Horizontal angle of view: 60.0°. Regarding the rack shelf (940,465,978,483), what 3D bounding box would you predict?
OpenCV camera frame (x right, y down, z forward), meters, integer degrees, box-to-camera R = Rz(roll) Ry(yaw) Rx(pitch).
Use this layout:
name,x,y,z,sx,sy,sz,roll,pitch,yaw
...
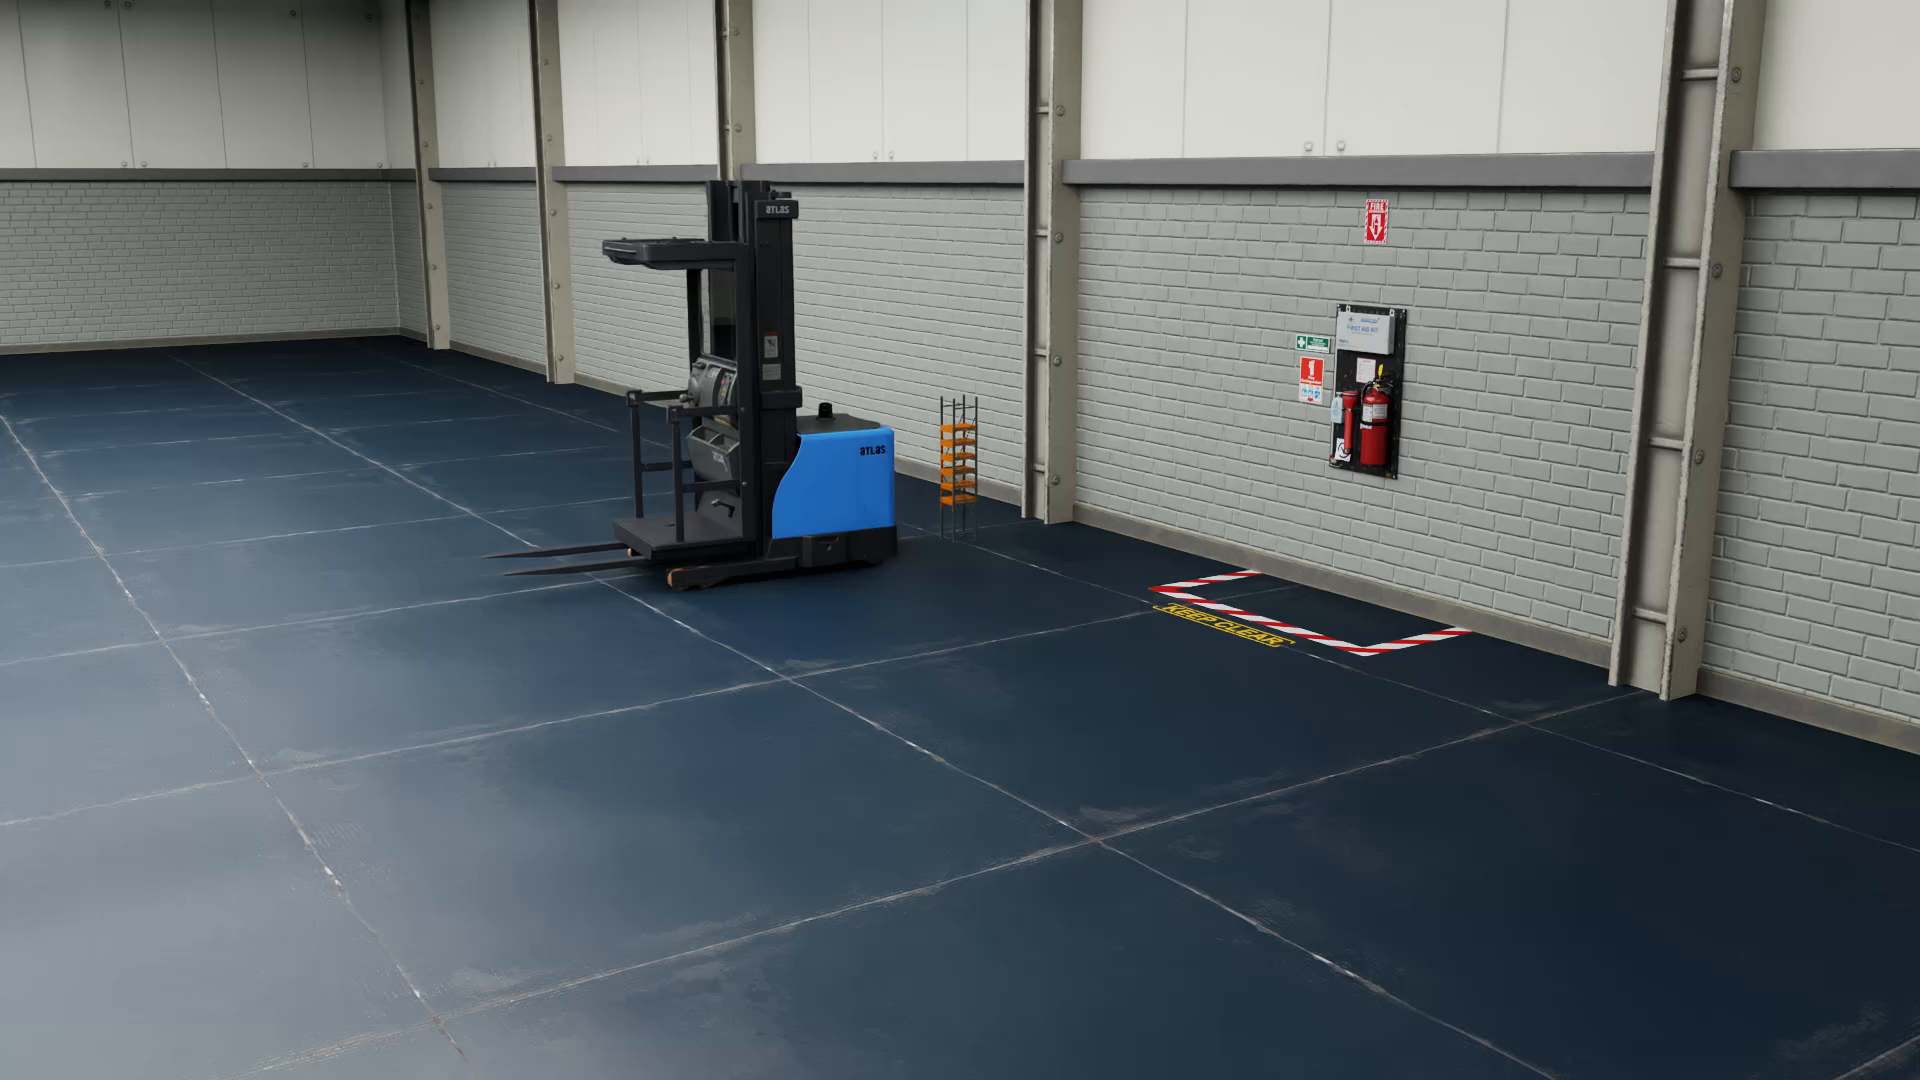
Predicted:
name,x,y,z,sx,sy,sz,roll,pitch,yaw
rack shelf,-0.008,-0.545,13.755,0.258,0.103,0.180,-8,15,-33

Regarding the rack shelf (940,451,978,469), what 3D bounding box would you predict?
name,x,y,z,sx,sy,sz,roll,pitch,yaw
rack shelf,-0.008,-0.663,13.729,0.258,0.103,0.180,-8,15,-33

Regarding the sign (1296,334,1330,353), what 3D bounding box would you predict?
name,x,y,z,sx,sy,sz,roll,pitch,yaw
sign,2.544,-1.418,12.001,0.001,0.109,0.331,-8,15,-33

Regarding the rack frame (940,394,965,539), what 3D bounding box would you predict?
name,x,y,z,sx,sy,sz,roll,pitch,yaw
rack frame,-0.059,-0.605,13.820,0.240,1.200,0.006,-8,15,-33

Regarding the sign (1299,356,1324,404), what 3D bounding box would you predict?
name,x,y,z,sx,sy,sz,roll,pitch,yaw
sign,2.549,-1.161,12.066,0.001,0.329,0.234,-8,15,-33

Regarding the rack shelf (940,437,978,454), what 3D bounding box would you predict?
name,x,y,z,sx,sy,sz,roll,pitch,yaw
rack shelf,-0.008,-0.780,13.704,0.258,0.103,0.180,-8,15,-33

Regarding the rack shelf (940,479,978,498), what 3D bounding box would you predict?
name,x,y,z,sx,sy,sz,roll,pitch,yaw
rack shelf,-0.008,-0.428,13.780,0.258,0.103,0.180,-8,15,-33

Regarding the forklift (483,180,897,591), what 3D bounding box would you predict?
name,x,y,z,sx,sy,sz,roll,pitch,yaw
forklift,-2.038,-1.187,12.431,3.031,2.935,1.130,-6,14,-27

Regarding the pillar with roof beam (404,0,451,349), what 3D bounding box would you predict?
name,x,y,z,sx,sy,sz,roll,pitch,yaw
pillar with roof beam,-12.774,-7.278,26.081,9.100,9.000,0.400,-8,15,-33

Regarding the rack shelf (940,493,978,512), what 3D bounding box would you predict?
name,x,y,z,sx,sy,sz,roll,pitch,yaw
rack shelf,-0.008,-0.311,13.806,0.258,0.103,0.180,-8,15,-33

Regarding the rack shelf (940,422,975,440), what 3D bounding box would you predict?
name,x,y,z,sx,sy,sz,roll,pitch,yaw
rack shelf,-0.008,-0.897,13.678,0.258,0.103,0.180,-8,15,-33

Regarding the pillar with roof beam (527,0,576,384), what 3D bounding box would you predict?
name,x,y,z,sx,sy,sz,roll,pitch,yaw
pillar with roof beam,-9.450,-6.211,21.201,9.100,9.000,0.400,-8,15,-33

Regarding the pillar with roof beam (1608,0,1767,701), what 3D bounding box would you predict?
name,x,y,z,sx,sy,sz,roll,pitch,yaw
pillar with roof beam,0.523,-3.010,6.563,9.100,9.000,0.400,-8,15,-33

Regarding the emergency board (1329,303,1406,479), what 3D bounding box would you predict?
name,x,y,z,sx,sy,sz,roll,pitch,yaw
emergency board,2.769,-1.033,11.564,0.194,1.169,0.643,-8,15,-33

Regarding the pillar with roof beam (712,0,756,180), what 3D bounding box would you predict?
name,x,y,z,sx,sy,sz,roll,pitch,yaw
pillar with roof beam,-6.126,-5.144,16.322,9.100,9.000,0.400,-8,15,-33

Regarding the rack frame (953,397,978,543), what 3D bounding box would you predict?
name,x,y,z,sx,sy,sz,roll,pitch,yaw
rack frame,0.043,-0.572,13.671,0.240,1.200,0.006,-8,15,-33

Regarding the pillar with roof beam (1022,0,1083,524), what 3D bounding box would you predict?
name,x,y,z,sx,sy,sz,roll,pitch,yaw
pillar with roof beam,-2.801,-4.077,11.442,9.100,9.000,0.400,-8,15,-33

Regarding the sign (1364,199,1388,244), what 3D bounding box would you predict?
name,x,y,z,sx,sy,sz,roll,pitch,yaw
sign,2.848,-2.179,11.377,0.001,0.298,0.199,-8,15,-33

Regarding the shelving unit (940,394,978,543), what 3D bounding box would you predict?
name,x,y,z,sx,sy,sz,roll,pitch,yaw
shelving unit,-0.008,-0.589,13.745,0.258,1.200,0.189,-8,15,-33

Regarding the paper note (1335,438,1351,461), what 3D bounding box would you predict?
name,x,y,z,sx,sy,sz,roll,pitch,yaw
paper note,2.729,-0.642,11.839,0.016,0.148,0.142,-8,15,-33
